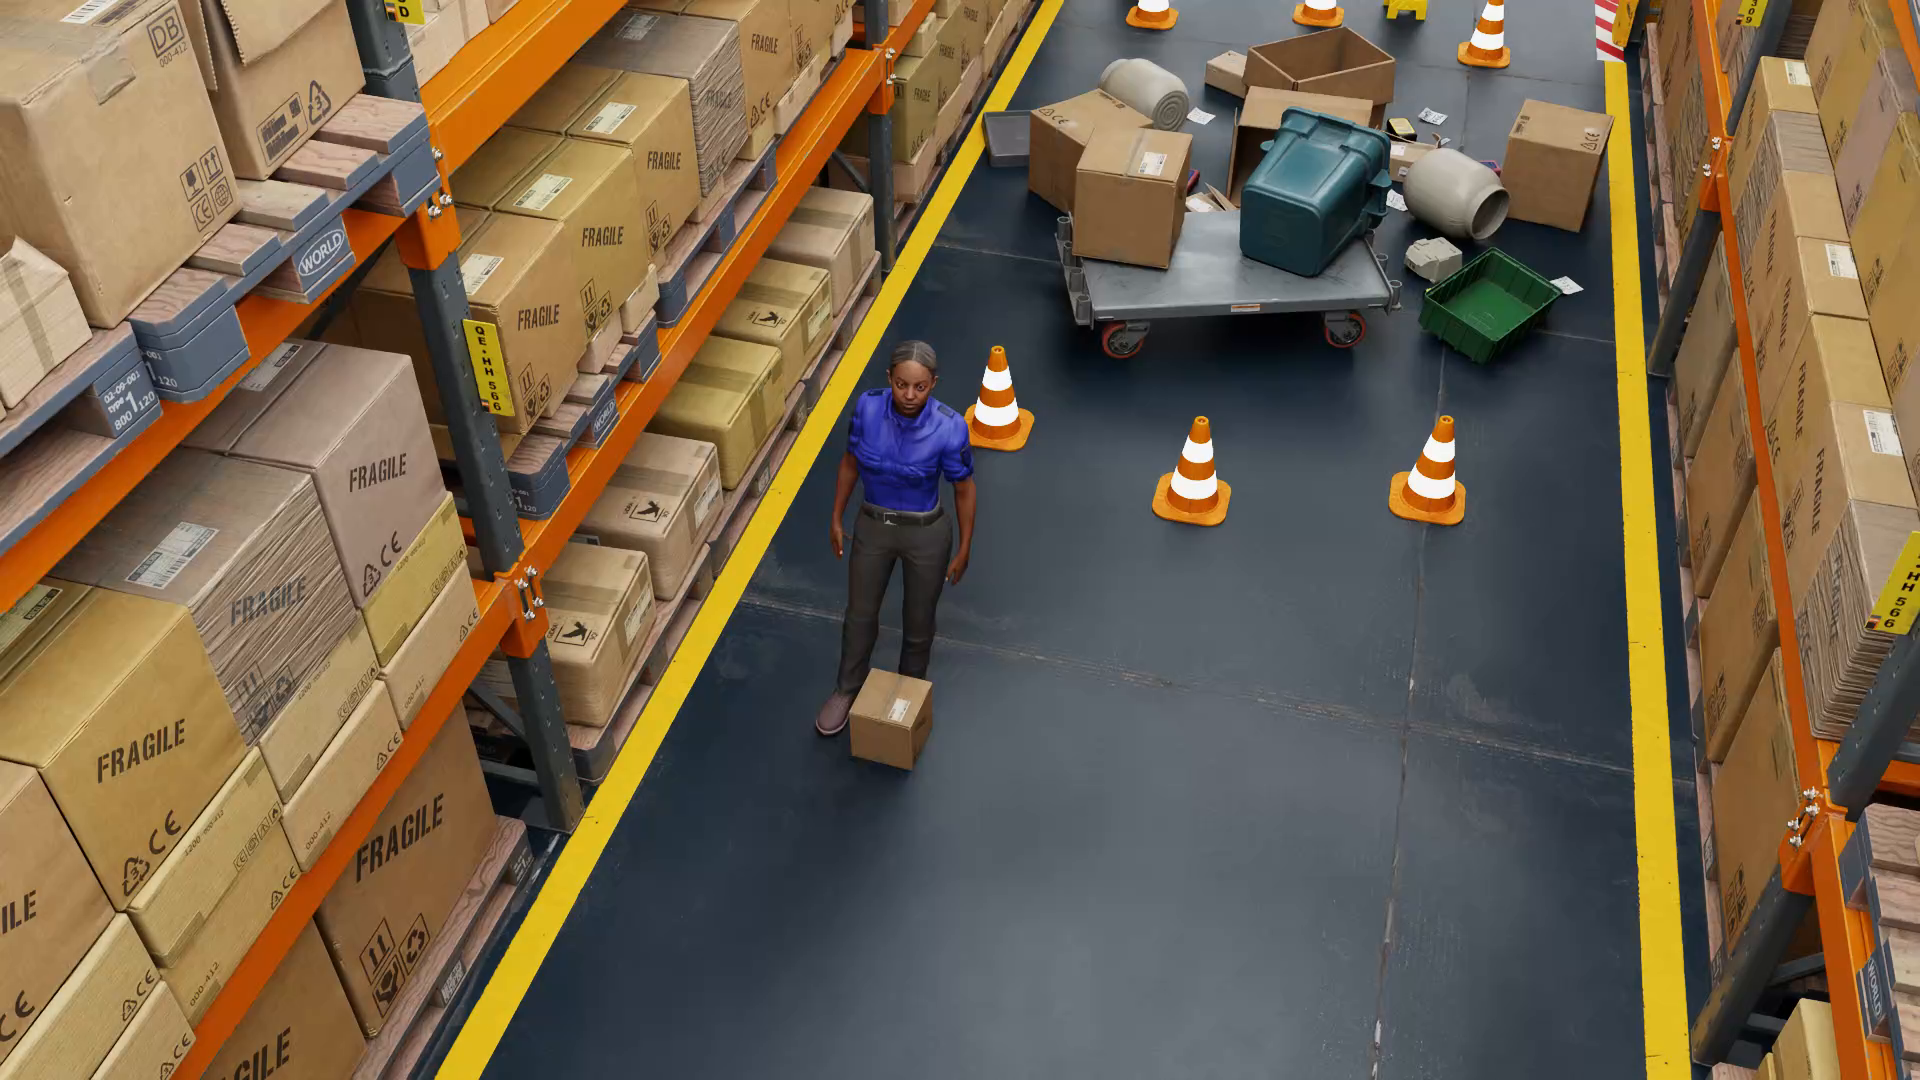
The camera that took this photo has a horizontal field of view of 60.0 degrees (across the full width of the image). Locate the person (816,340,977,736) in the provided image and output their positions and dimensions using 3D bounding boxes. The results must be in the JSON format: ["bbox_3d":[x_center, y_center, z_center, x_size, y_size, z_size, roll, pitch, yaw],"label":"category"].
[{"bbox_3d":[-0.245,0.031,6.115,0.570,1.654,0.504,10,42,11],"label":"person"}]
